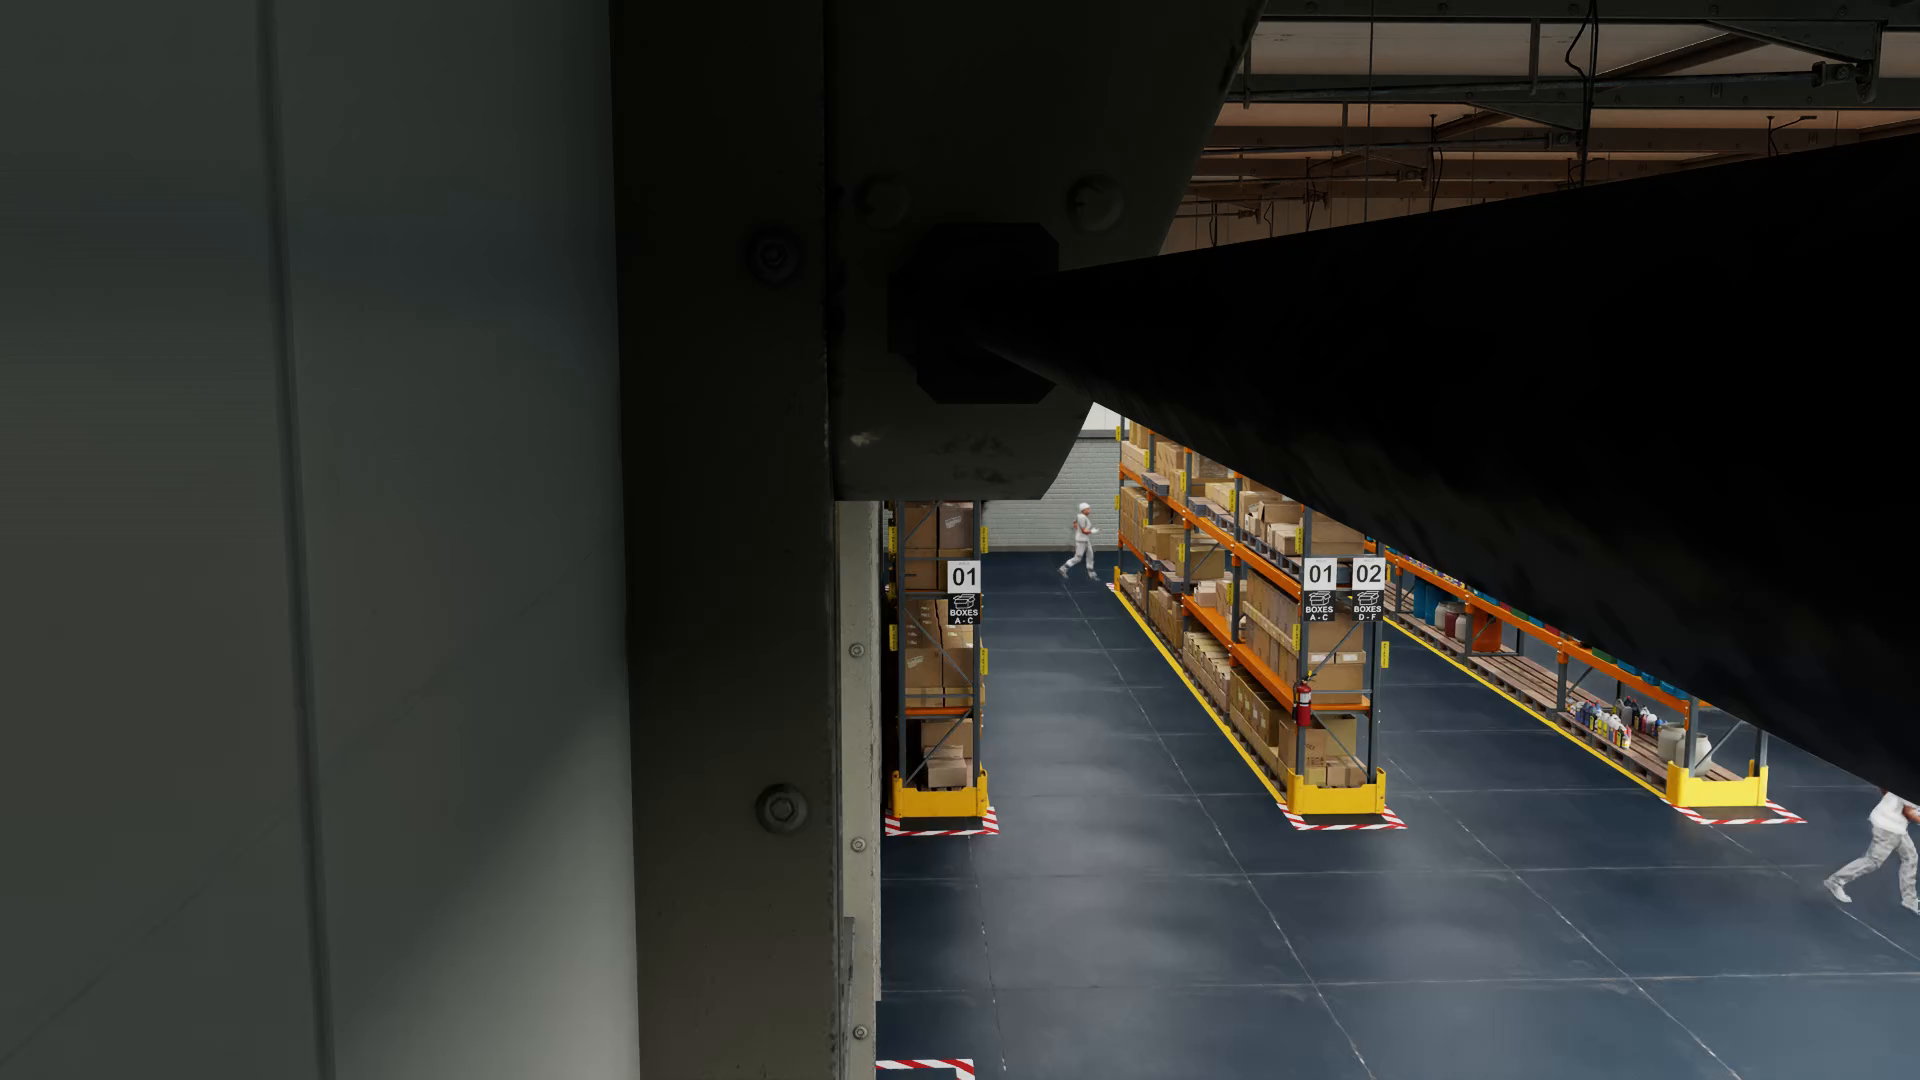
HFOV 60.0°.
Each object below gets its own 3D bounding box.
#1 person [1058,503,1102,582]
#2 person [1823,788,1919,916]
[{"bbox_3d":[2.723,0.054,37.461,0.979,1.801,0.672,1,8,4],"label":"person"},{"bbox_3d":[9.598,3.044,17.269,1.035,1.729,0.728,2,9,16],"label":"person"}]
